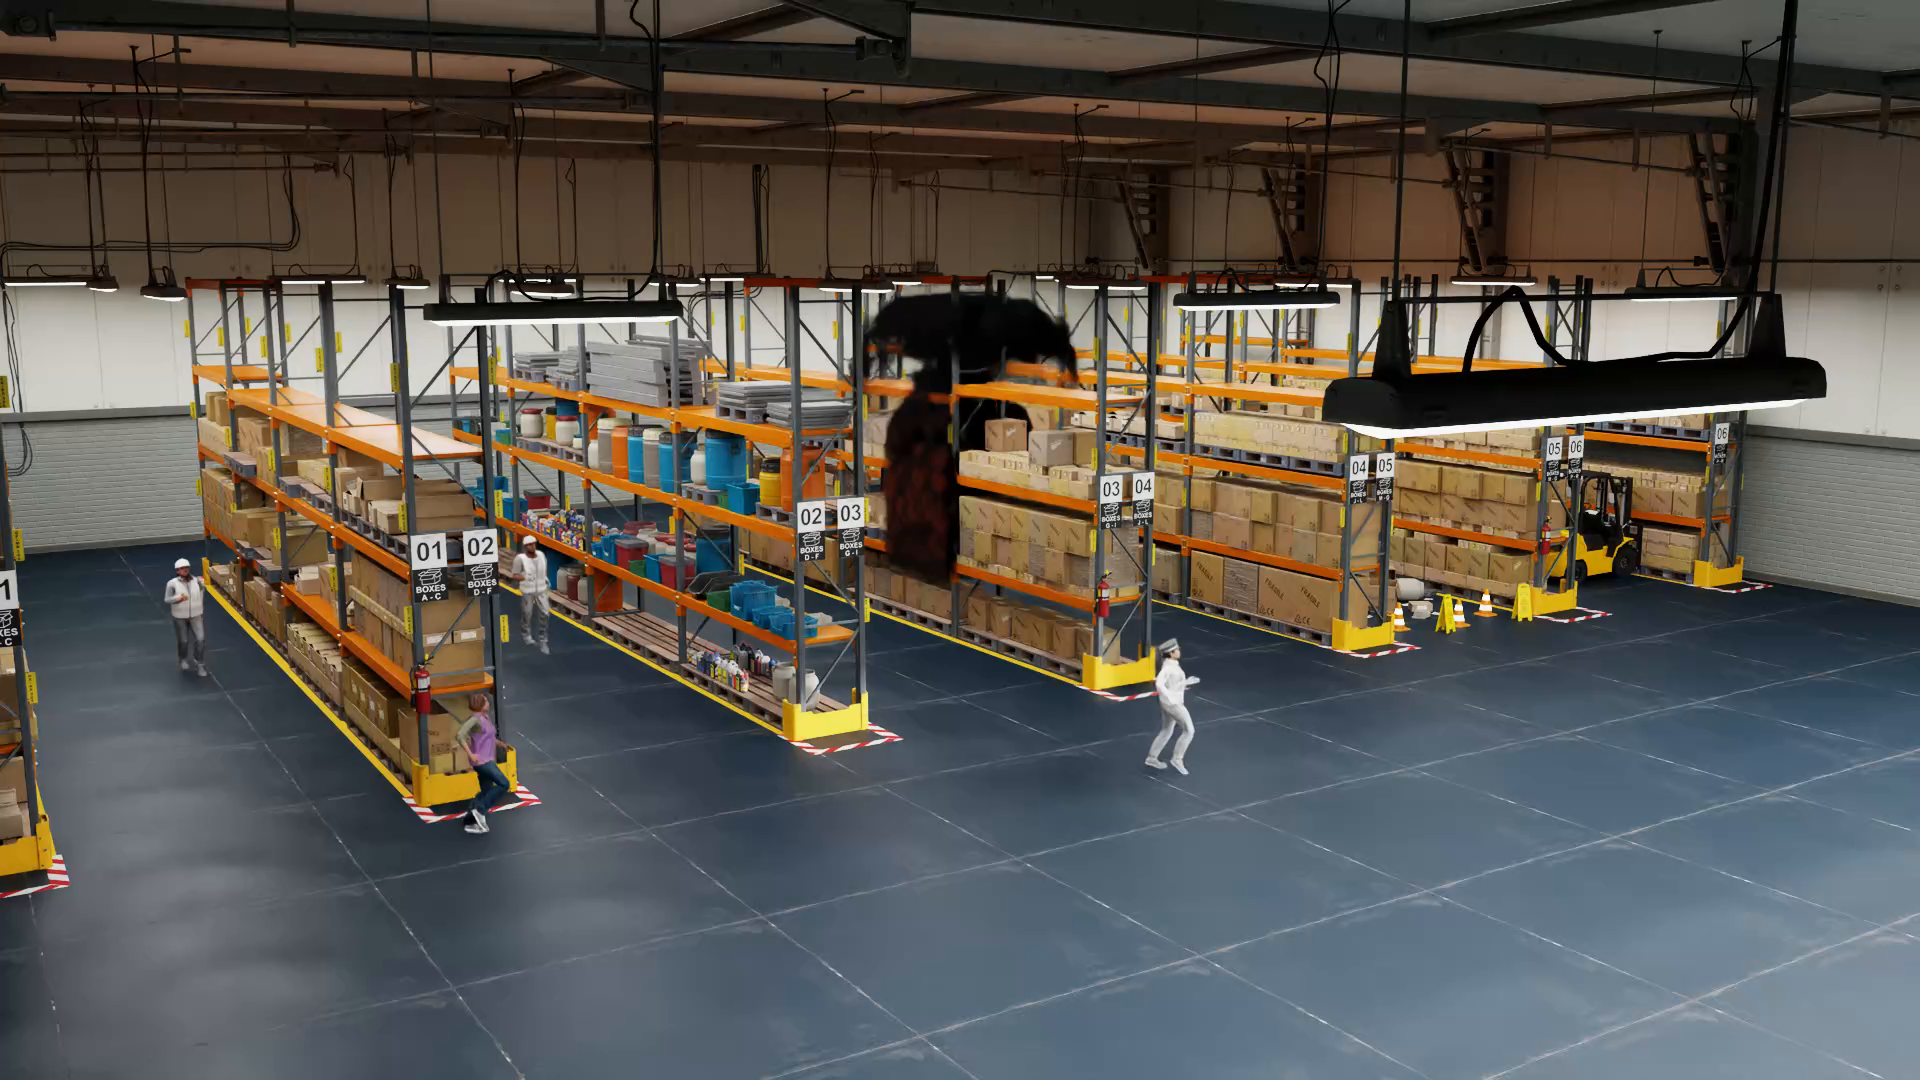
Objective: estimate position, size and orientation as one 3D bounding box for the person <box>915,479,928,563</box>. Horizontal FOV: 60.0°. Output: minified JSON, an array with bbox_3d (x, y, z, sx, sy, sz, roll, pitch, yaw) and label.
[{"bbox_3d":[-0.727,-0.360,33.225,0.576,1.732,0.829,-7,12,-36],"label":"person"}]

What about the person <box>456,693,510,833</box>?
[{"bbox_3d":[-5.314,2.481,18.590,0.544,1.550,0.555,-2,10,-11],"label":"person"}]

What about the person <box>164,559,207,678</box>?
[{"bbox_3d":[-11.879,1.188,25.573,0.641,1.820,0.740,-7,12,-37],"label":"person"}]

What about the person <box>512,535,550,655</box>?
[{"bbox_3d":[-6.651,0.862,25.966,0.653,1.890,0.732,-7,12,-34],"label":"person"}]

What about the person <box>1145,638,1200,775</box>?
[{"bbox_3d":[2.649,2.070,20.653,0.677,1.738,0.592,-1,10,-4],"label":"person"}]
